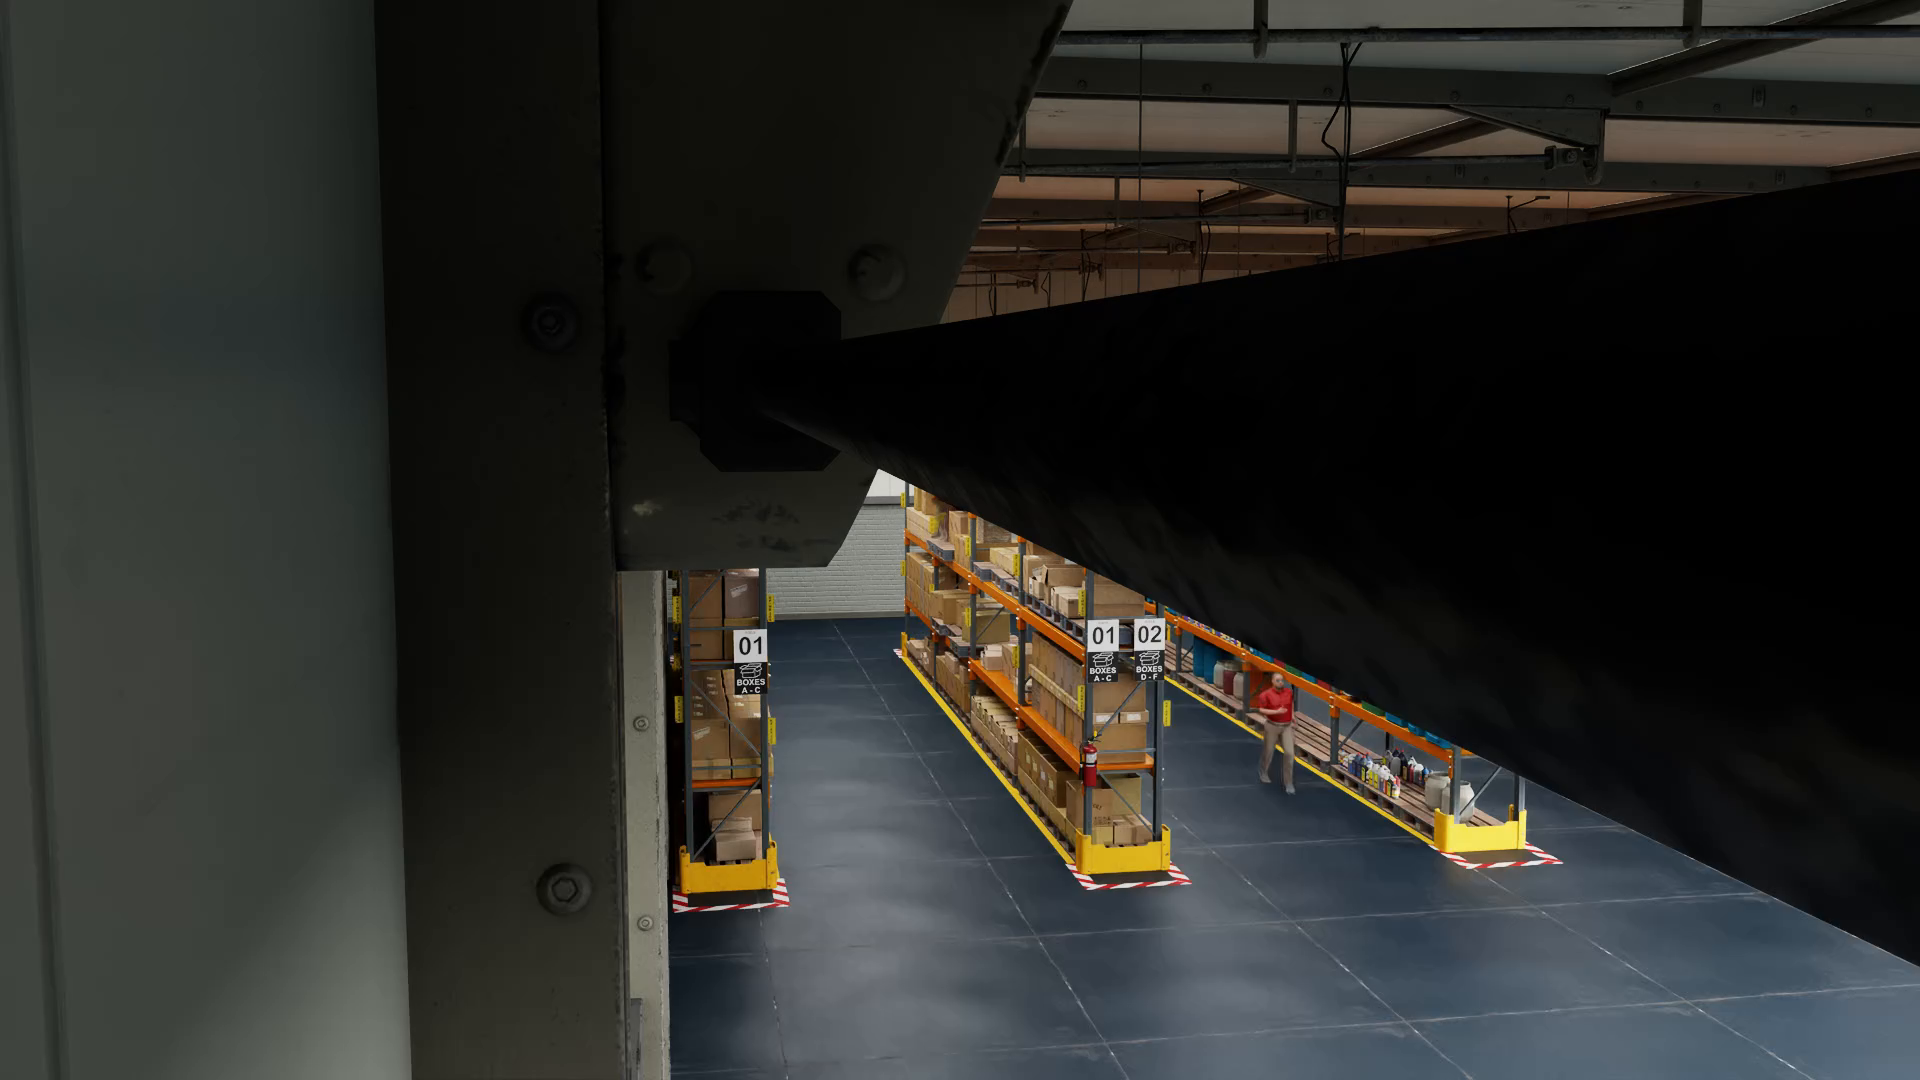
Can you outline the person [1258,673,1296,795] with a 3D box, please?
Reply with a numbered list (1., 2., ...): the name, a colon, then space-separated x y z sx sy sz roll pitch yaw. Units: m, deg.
1. person: 4.773 2.876 25.023 0.642 1.784 0.845 -1 6 -10
